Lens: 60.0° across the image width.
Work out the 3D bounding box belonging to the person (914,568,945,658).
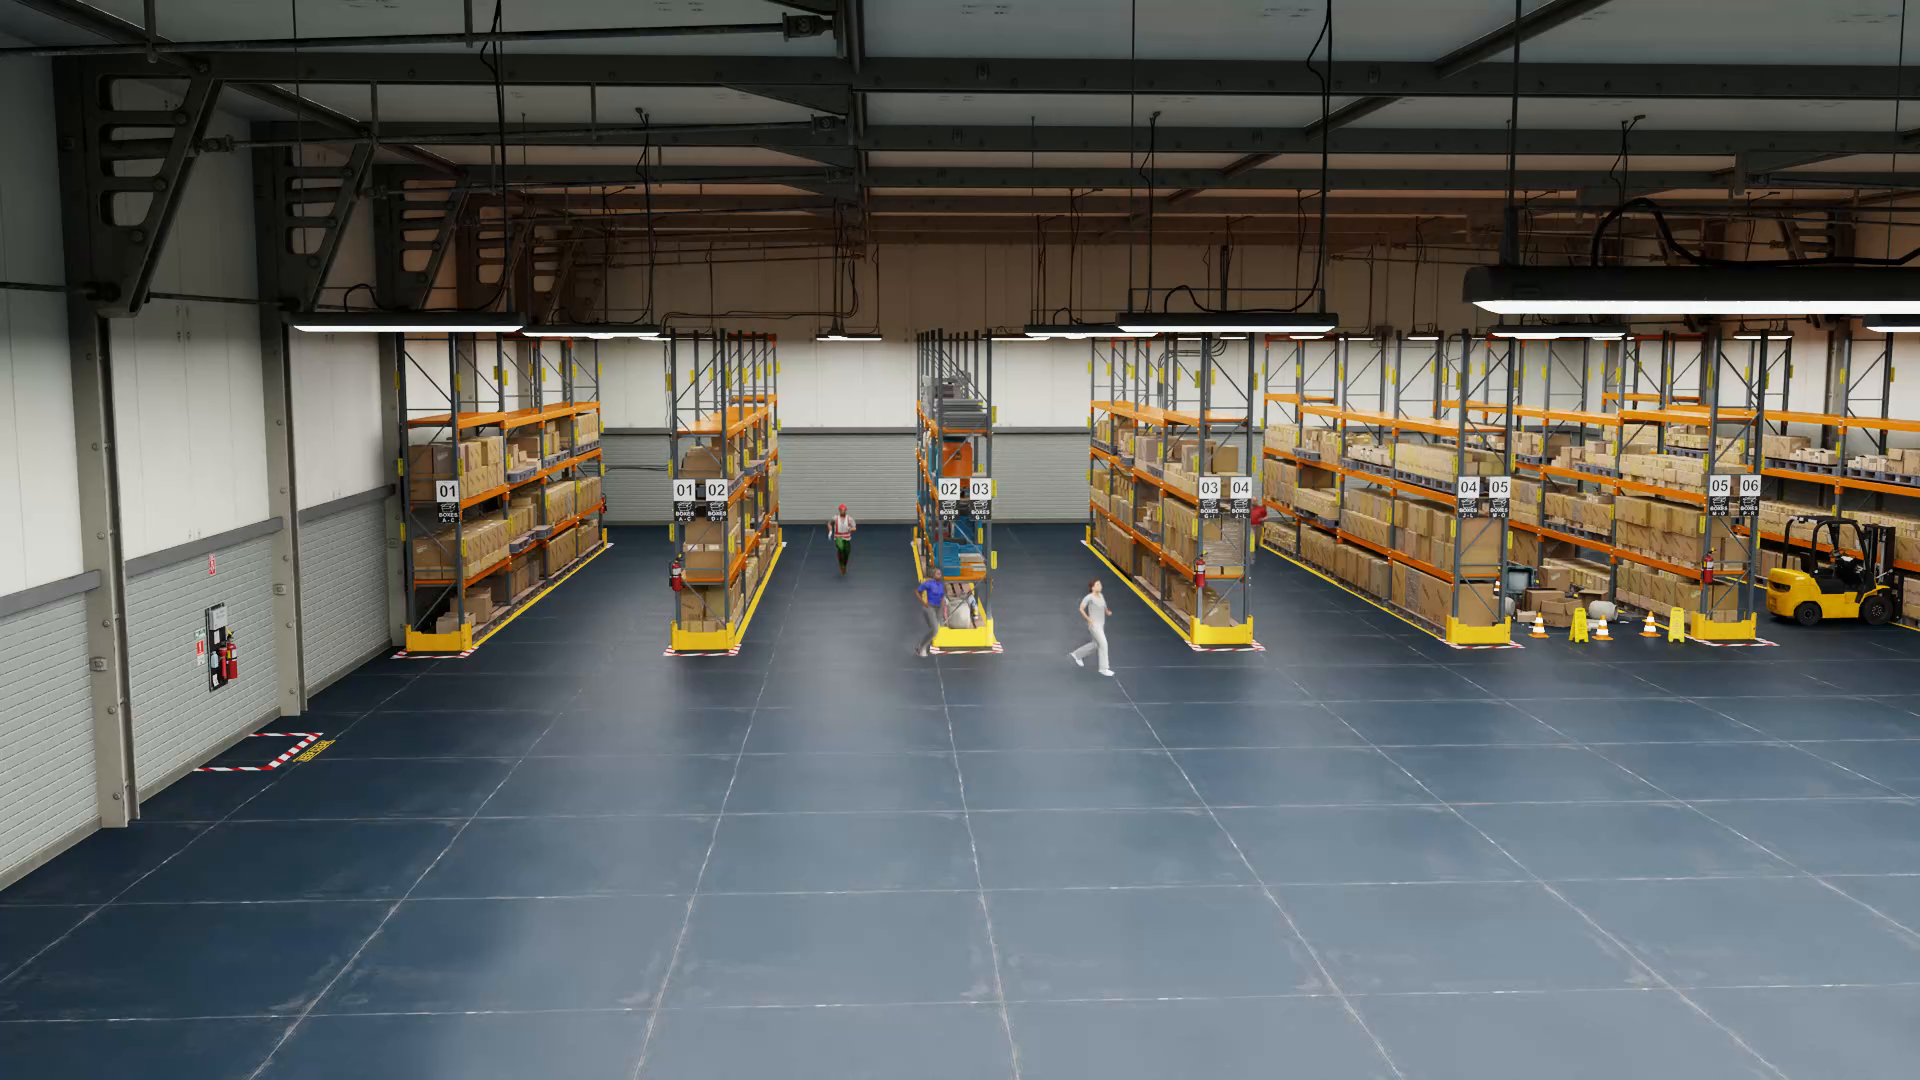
[{"bbox_3d":[-0.521,1.334,30.544,0.597,1.646,0.586,5,8,37],"label":"person"}]

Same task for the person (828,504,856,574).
[{"bbox_3d":[-2.868,-0.005,40.635,0.658,1.750,0.979,-2,7,-13],"label":"person"}]

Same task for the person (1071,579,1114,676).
[{"bbox_3d":[2.330,1.495,28.969,0.851,1.673,0.561,5,8,34],"label":"person"}]

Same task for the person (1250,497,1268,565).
[{"bbox_3d":[7.734,-0.258,43.544,0.642,1.759,0.914,0,7,2],"label":"person"}]
